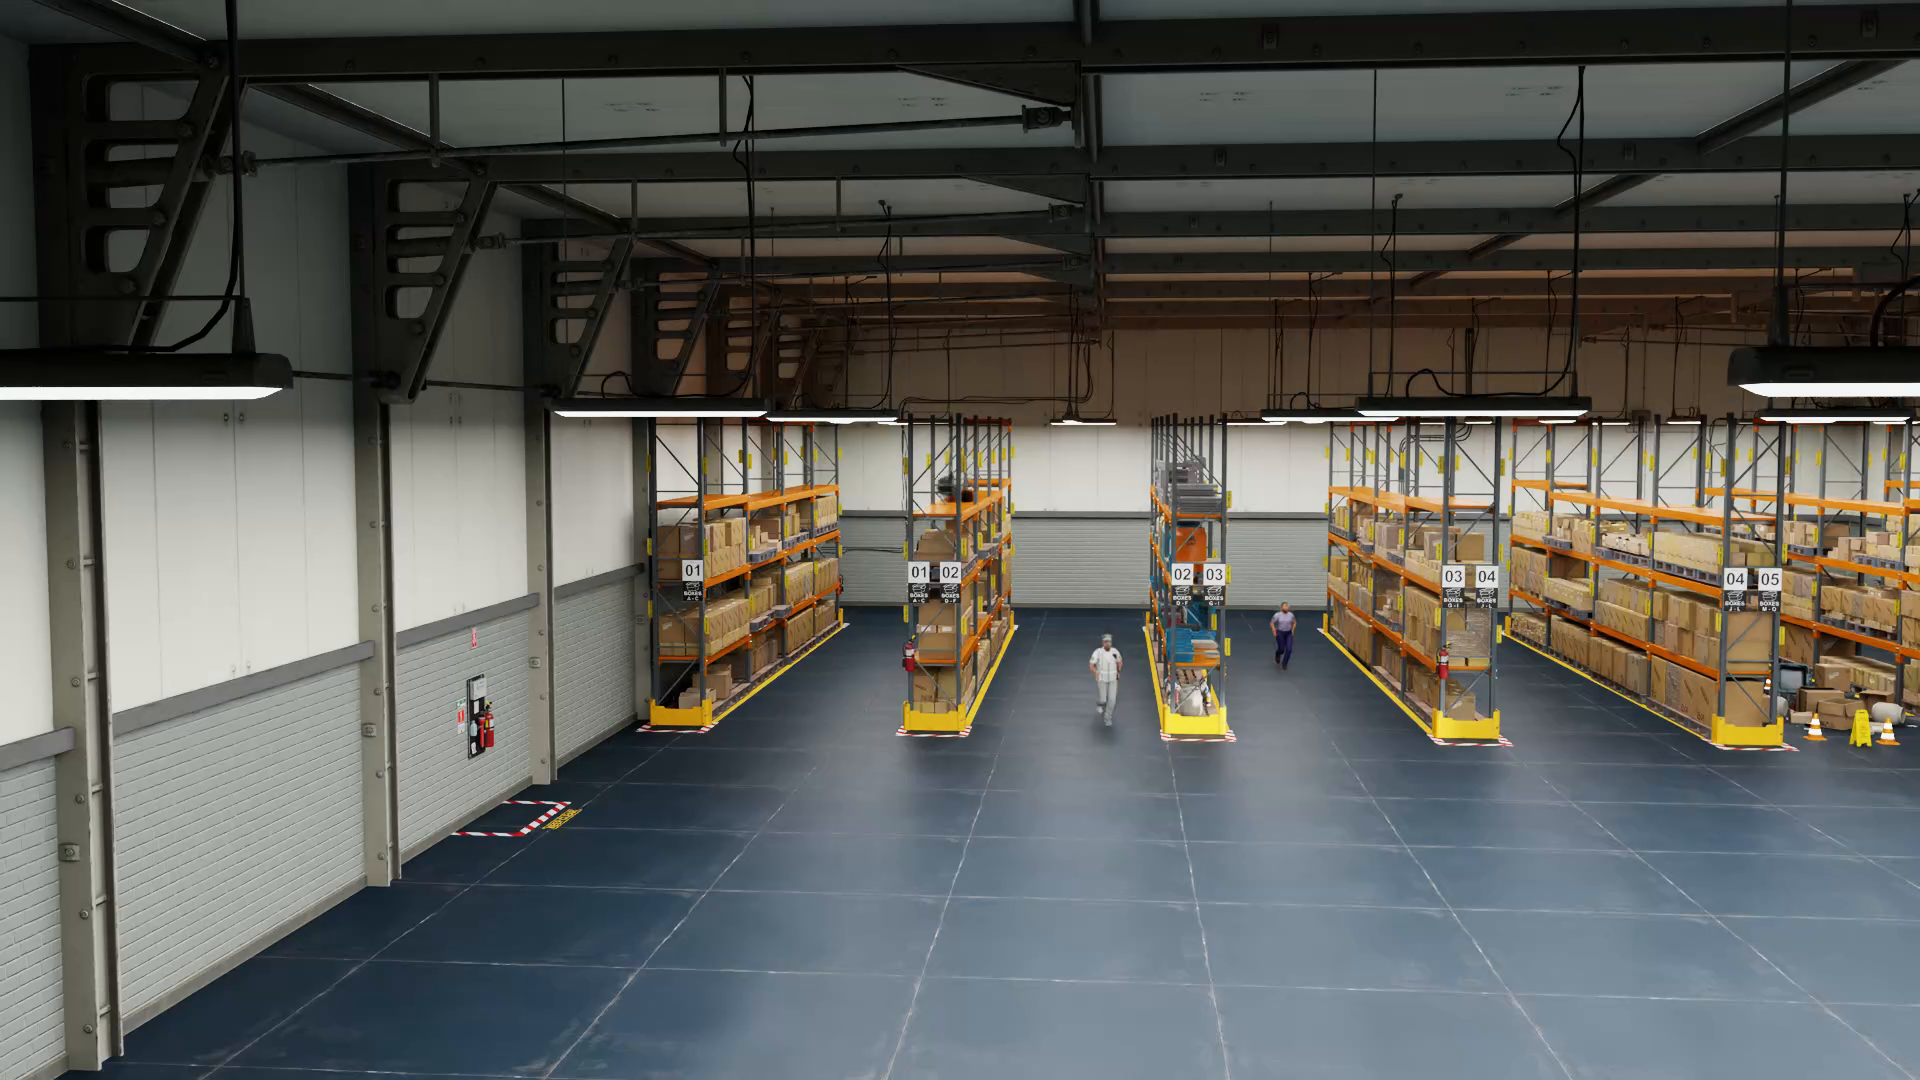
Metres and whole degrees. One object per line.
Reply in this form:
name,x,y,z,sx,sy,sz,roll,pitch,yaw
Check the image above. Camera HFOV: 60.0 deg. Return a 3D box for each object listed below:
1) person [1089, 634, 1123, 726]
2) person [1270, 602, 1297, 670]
person,2.847,2.695,32.309,0.671,1.764,0.710,-1,4,-8
person,7.712,2.280,39.572,0.621,1.618,0.550,0,4,-4
